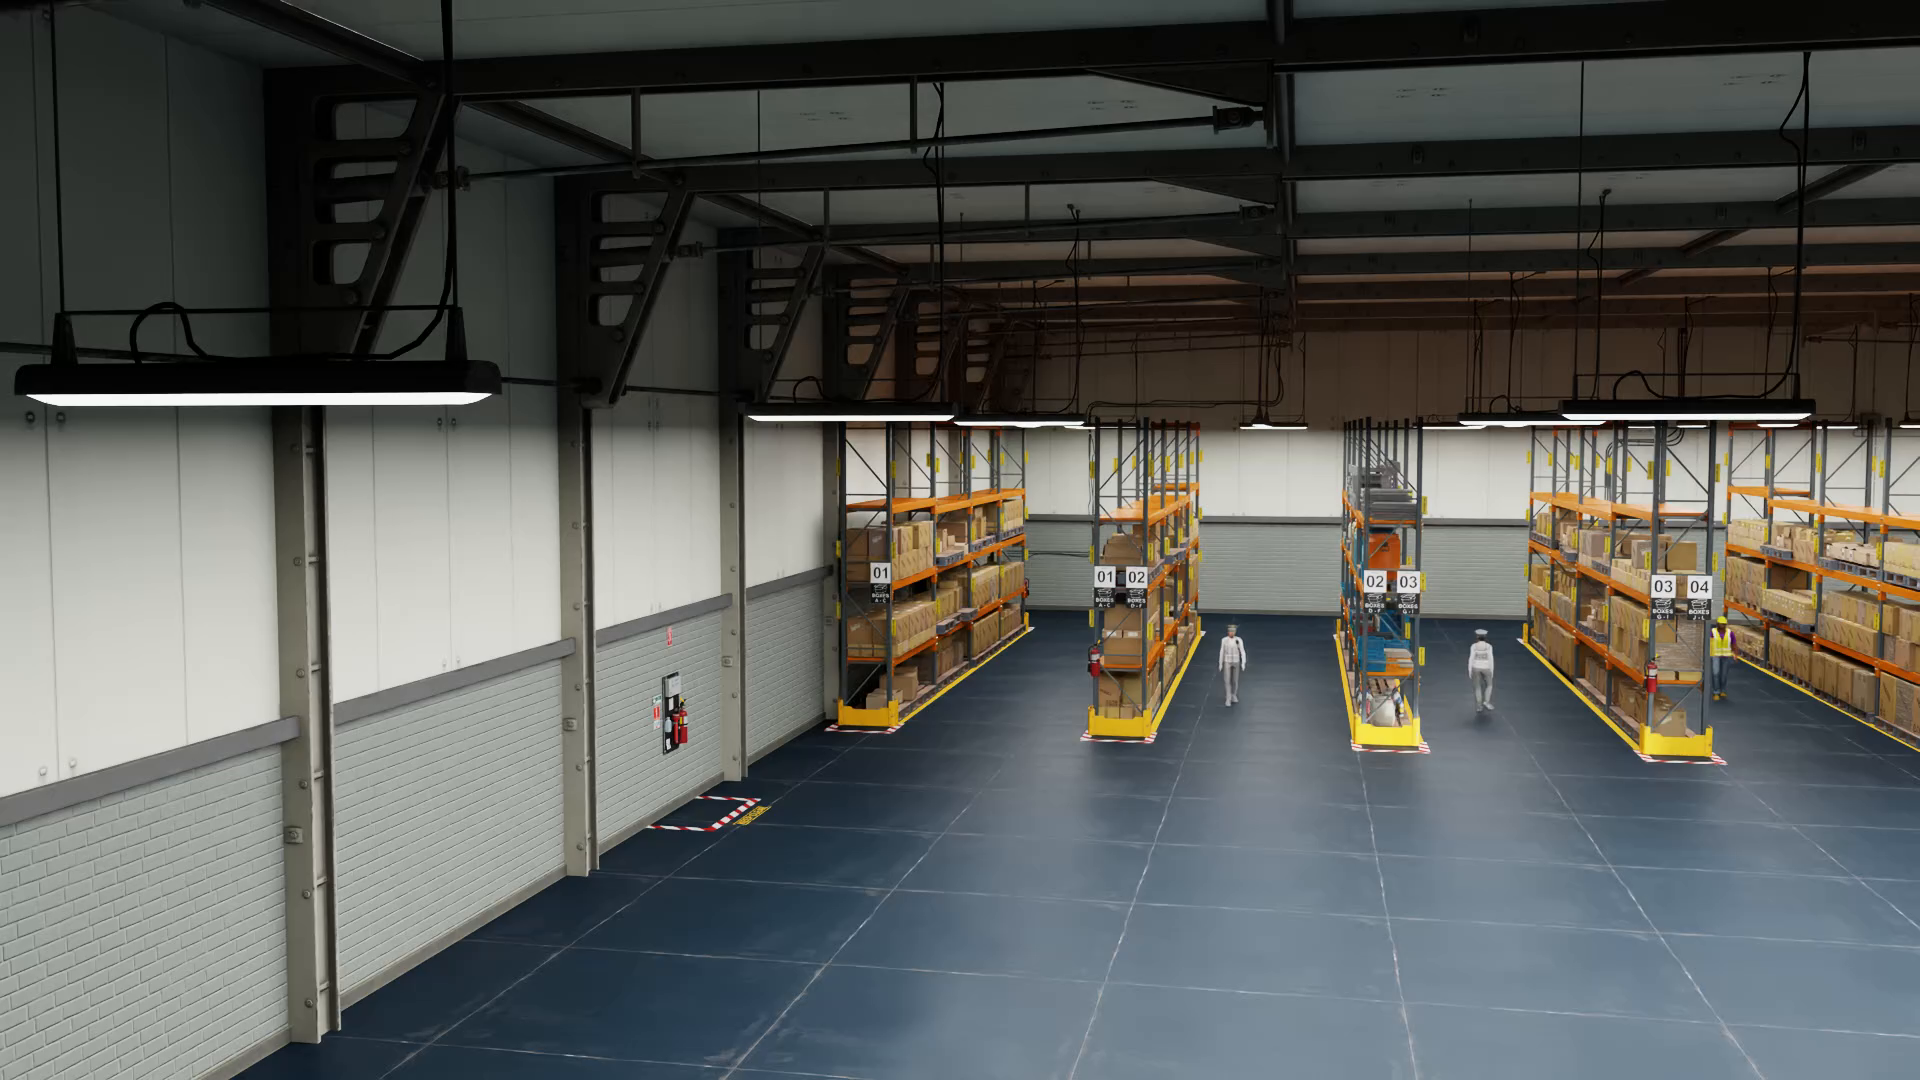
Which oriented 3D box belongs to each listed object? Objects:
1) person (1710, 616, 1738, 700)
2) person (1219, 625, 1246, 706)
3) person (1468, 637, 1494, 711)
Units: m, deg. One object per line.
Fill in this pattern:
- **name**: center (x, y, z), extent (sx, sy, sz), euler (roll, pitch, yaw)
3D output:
- **person**: center (16.352, 2.538, 35.716), extent (0.626, 1.819, 0.558), euler (1, 4, 14)
- **person**: center (5.739, 2.619, 35.014), extent (0.543, 1.690, 0.616), euler (0, 4, 7)
- **person**: center (10.673, 2.690, 34.045), extent (0.518, 1.654, 0.479), euler (1, 4, 16)
